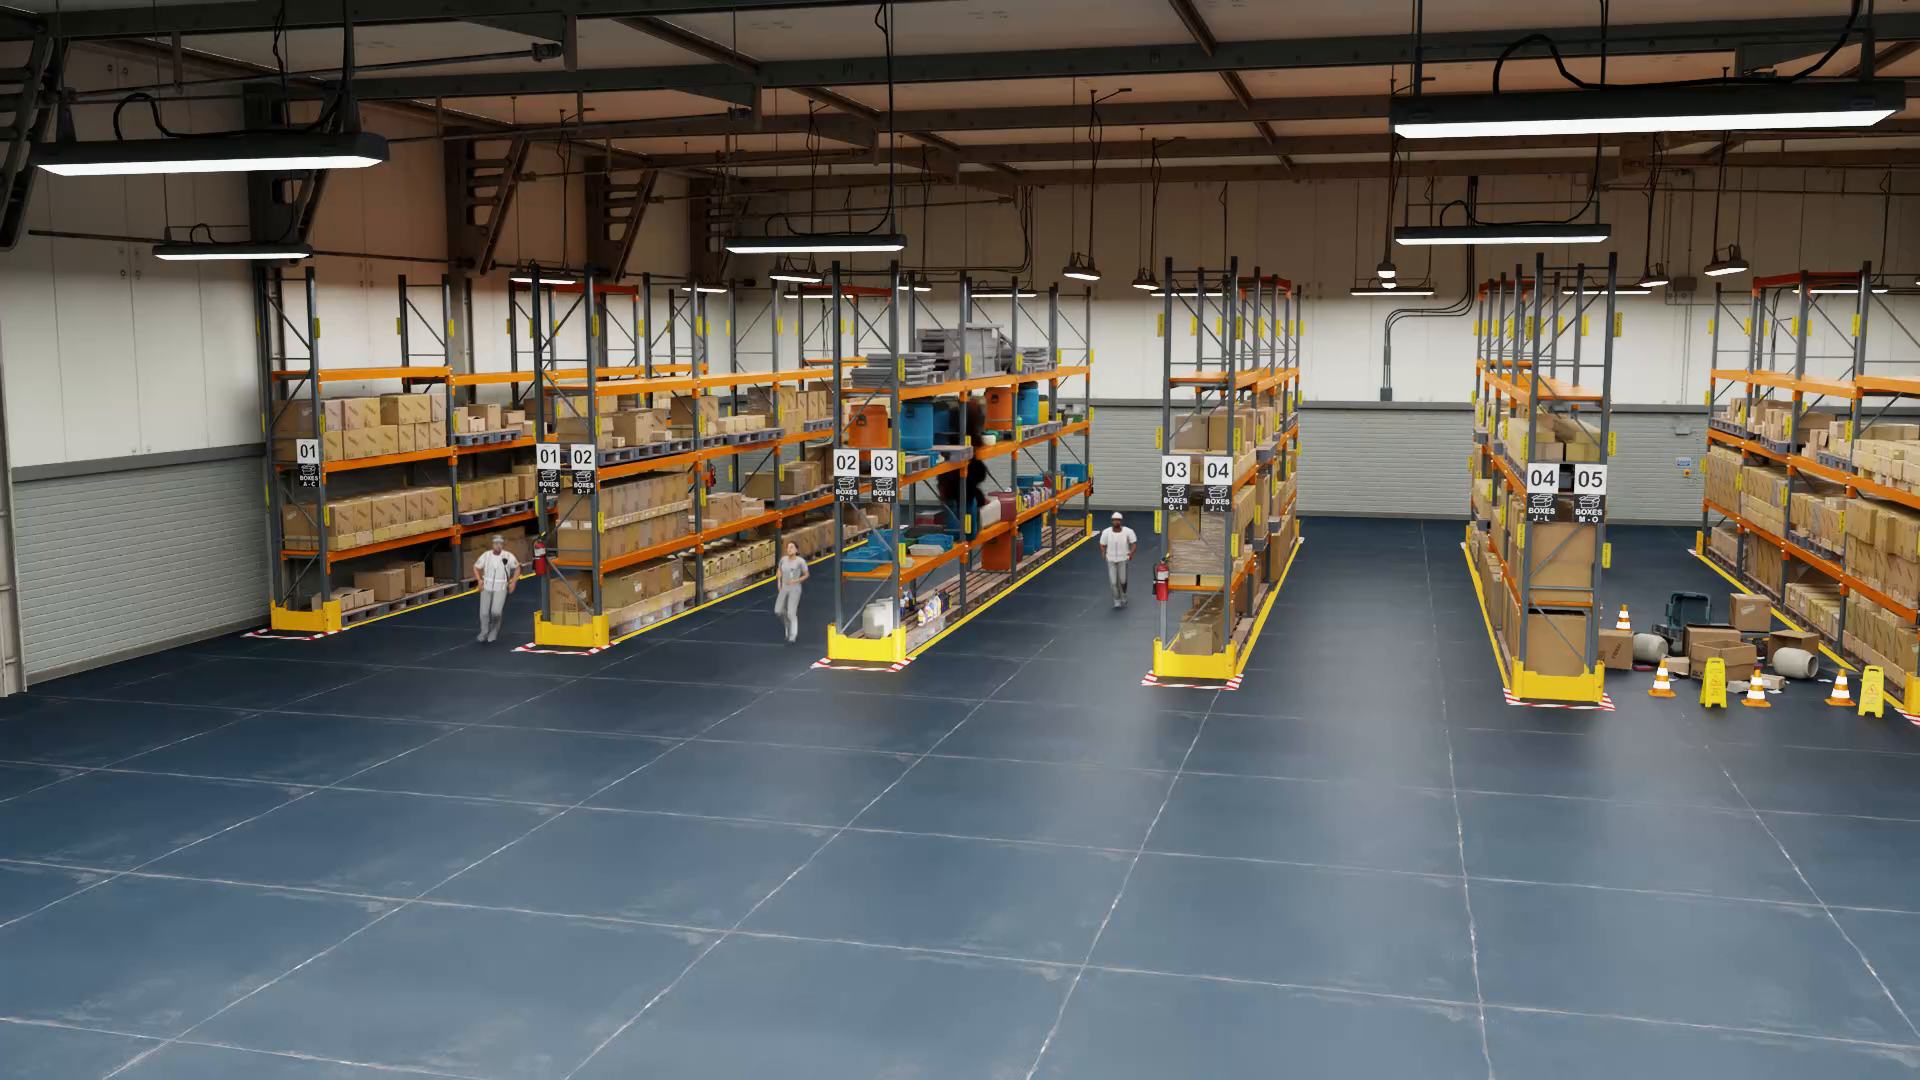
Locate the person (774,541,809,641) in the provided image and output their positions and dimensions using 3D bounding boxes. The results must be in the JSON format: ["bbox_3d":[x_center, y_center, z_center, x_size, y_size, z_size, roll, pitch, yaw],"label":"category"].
[{"bbox_3d":[-2.706,0.821,26.615,0.609,1.631,0.502,3,8,22],"label":"person"}]

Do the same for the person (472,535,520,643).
[{"bbox_3d":[-7.439,0.778,26.651,0.722,1.746,0.613,-1,7,-6],"label":"person"}]

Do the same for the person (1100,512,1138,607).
[{"bbox_3d":[2.823,0.365,29.813,0.674,1.721,0.569,2,7,13],"label":"person"}]
